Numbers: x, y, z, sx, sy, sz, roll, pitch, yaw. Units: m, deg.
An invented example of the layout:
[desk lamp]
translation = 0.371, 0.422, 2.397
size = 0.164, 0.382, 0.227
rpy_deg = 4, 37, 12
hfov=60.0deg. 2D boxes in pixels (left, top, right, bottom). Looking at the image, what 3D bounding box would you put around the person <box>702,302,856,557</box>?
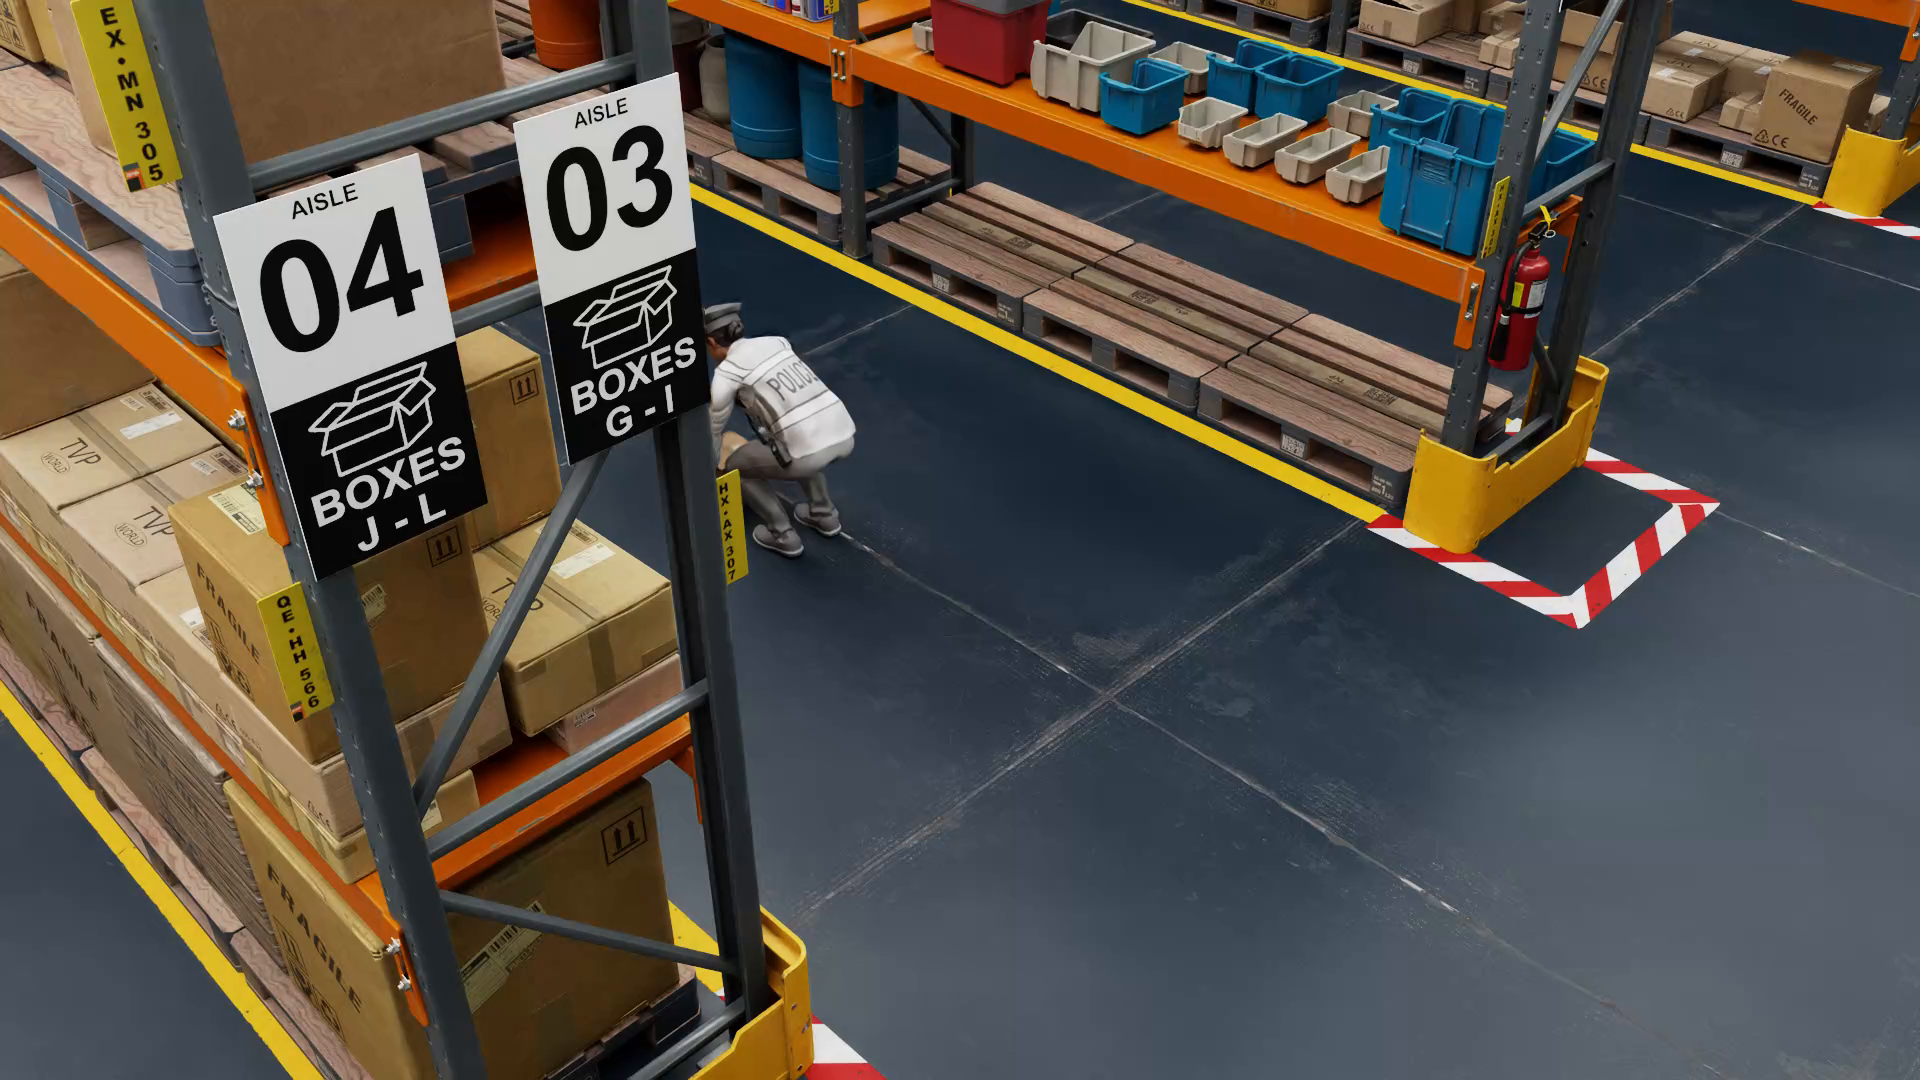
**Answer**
[person]
translation = -0.847, -0.487, 7.334
size = 0.827, 1.075, 0.505
rpy_deg = 30, 45, 35
